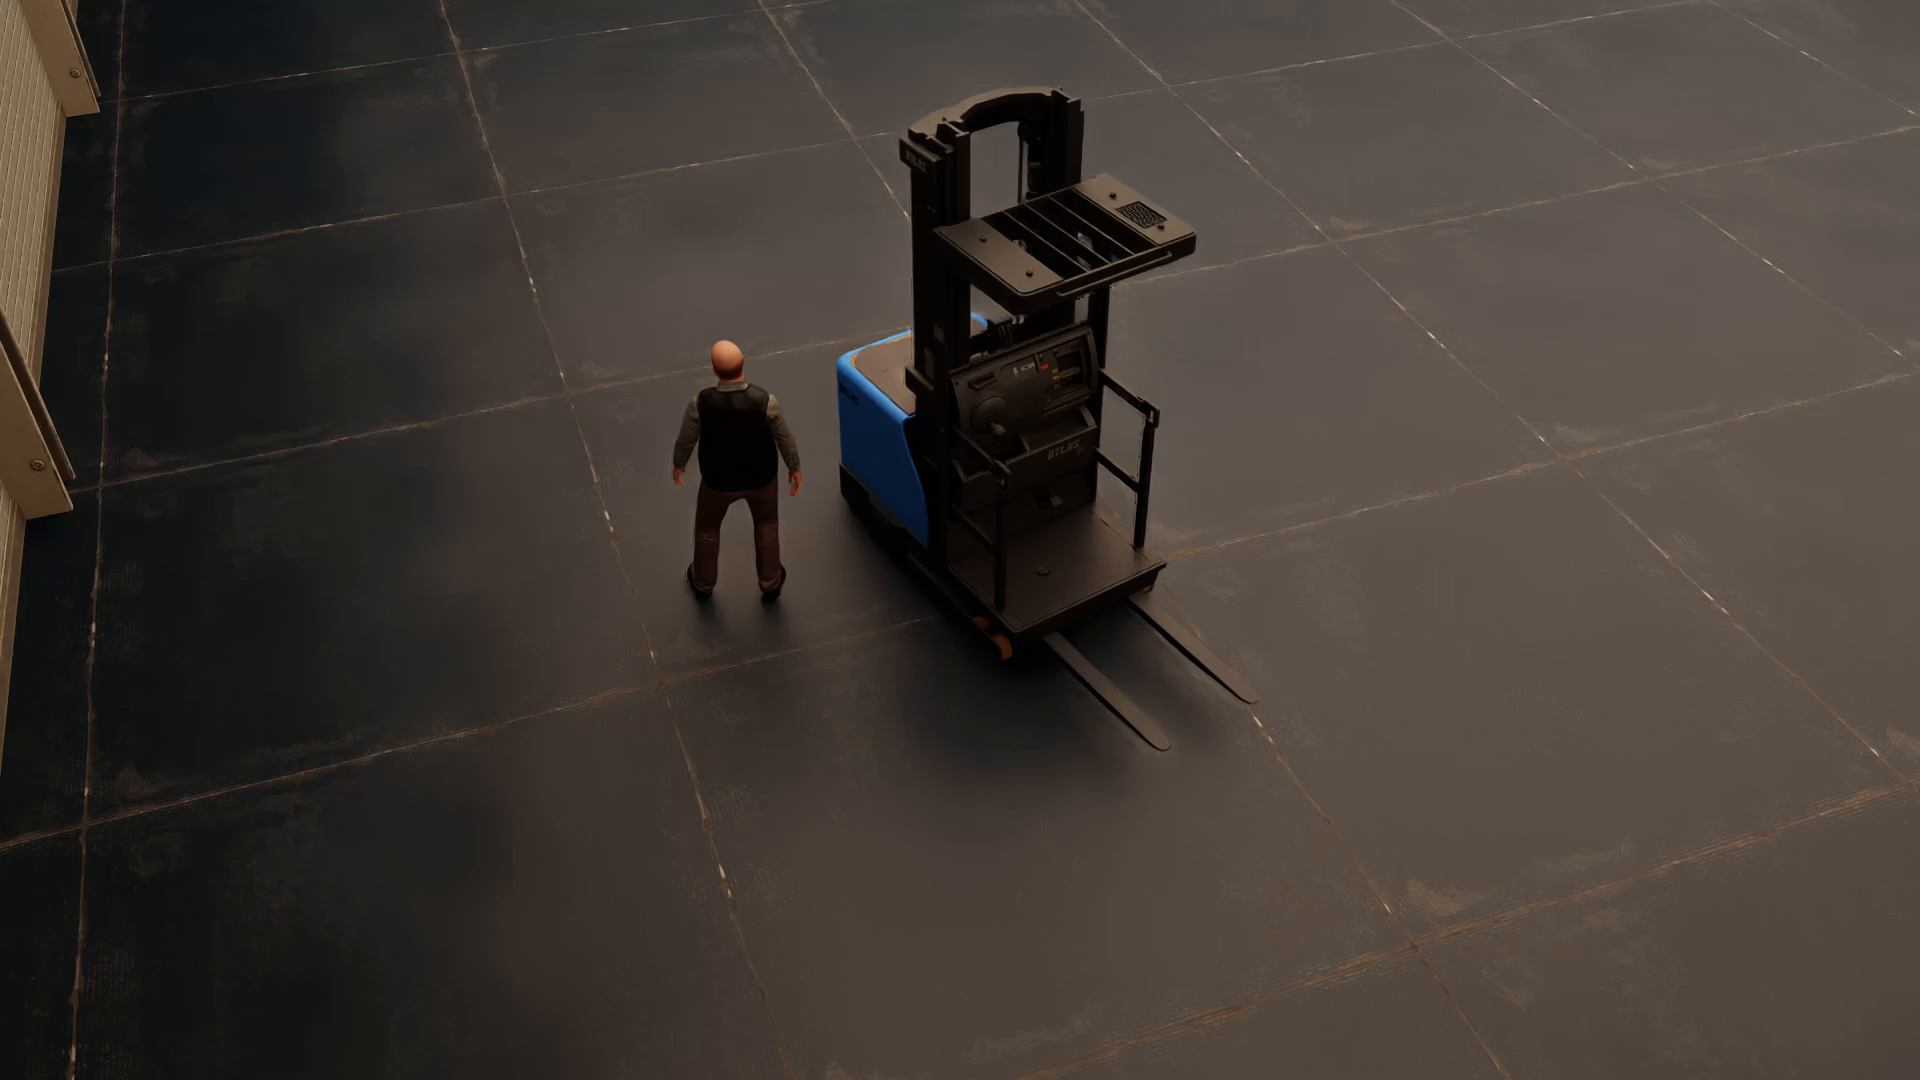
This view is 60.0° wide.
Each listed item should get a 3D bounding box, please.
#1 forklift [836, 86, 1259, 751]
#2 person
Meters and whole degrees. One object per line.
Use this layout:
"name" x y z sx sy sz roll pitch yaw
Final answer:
"forklift" 0.482 -0.783 8.929 1.130 2.935 3.031 -23 45 -25
"person" -1.261 -0.346 9.443 0.728 1.603 0.421 -6 40 -7
